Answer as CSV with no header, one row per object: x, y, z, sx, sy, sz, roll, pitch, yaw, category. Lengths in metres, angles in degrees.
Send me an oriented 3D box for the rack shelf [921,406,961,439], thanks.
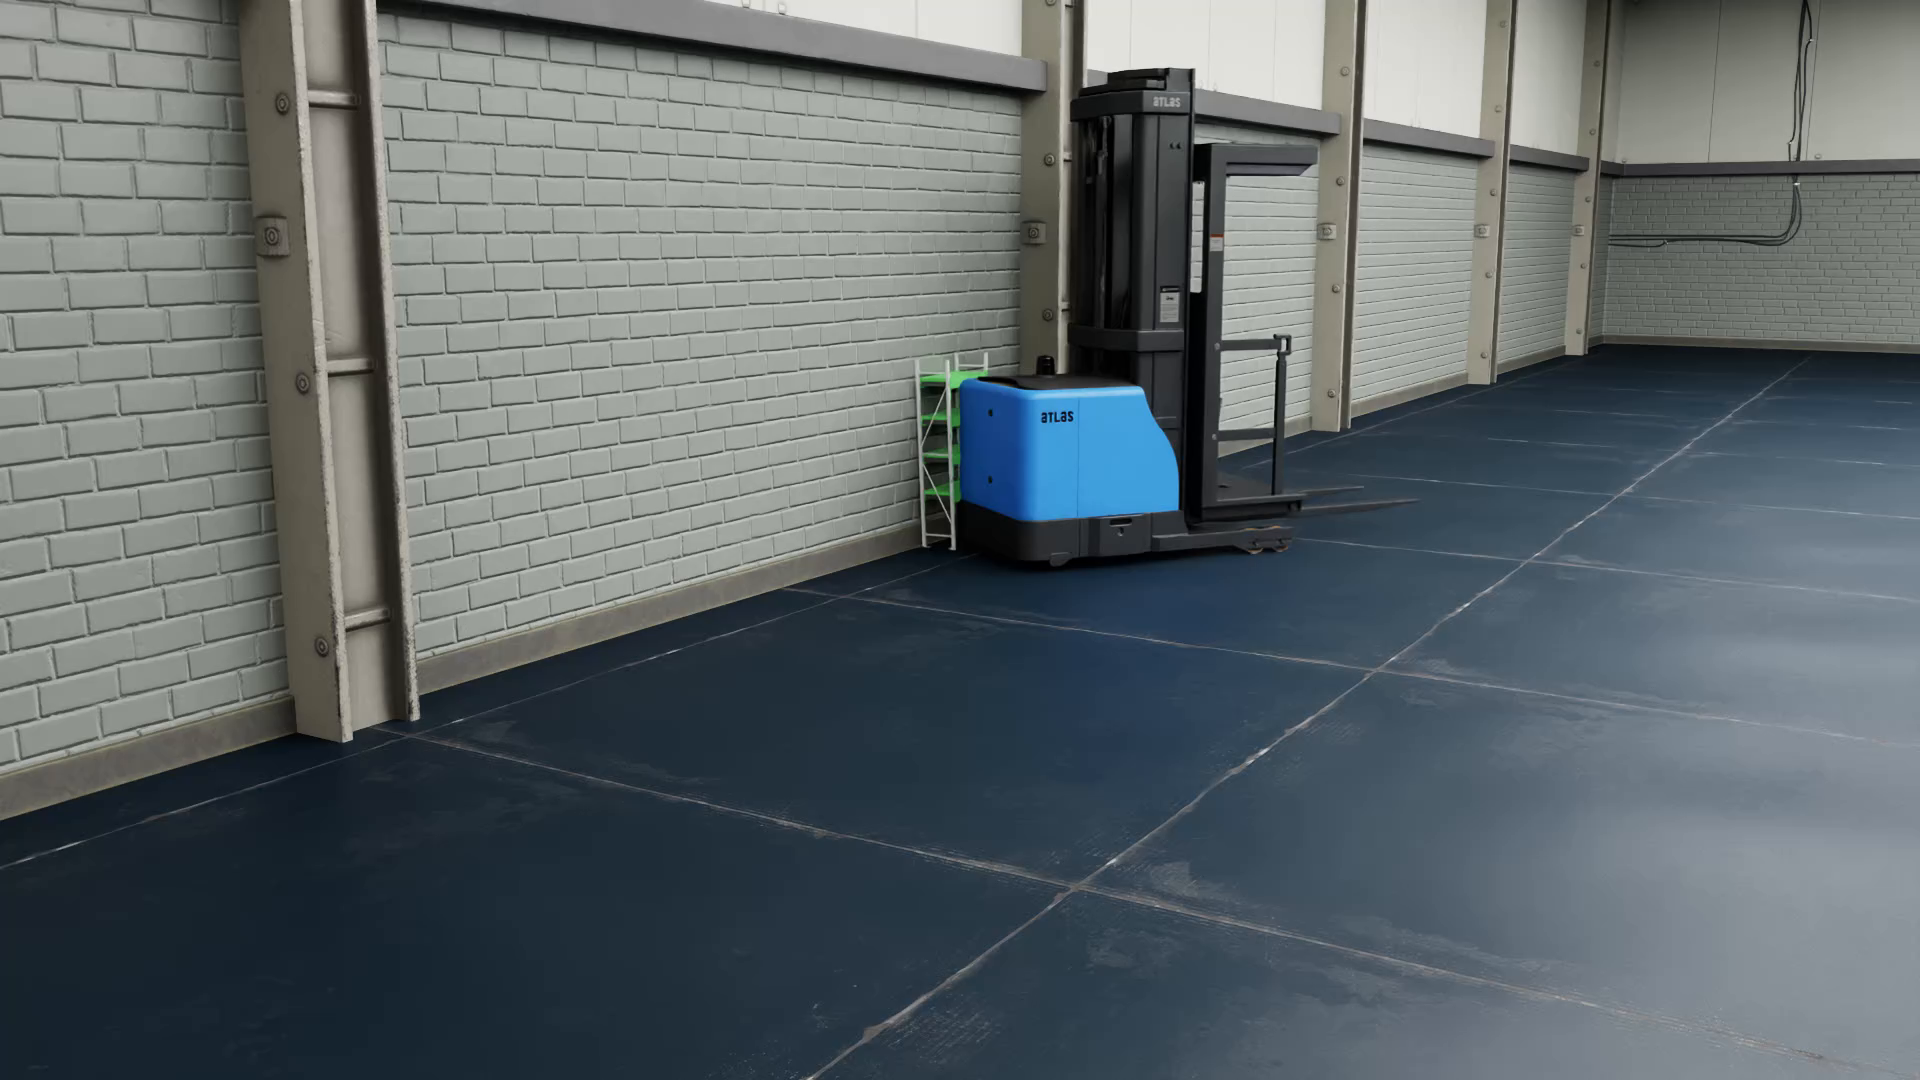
-0.038,-0.755,10.658,0.258,0.148,0.480,5,13,30,rack shelf

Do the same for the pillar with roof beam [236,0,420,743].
1.205,-3.255,3.801,9.100,9.000,0.400,6,12,31,pillar with roof beam

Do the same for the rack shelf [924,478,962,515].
-0.022,-0.284,10.751,0.258,0.148,0.480,5,13,30,rack shelf

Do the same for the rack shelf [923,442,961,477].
-0.030,-0.520,10.705,0.258,0.148,0.480,5,13,30,rack shelf

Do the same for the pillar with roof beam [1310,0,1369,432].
7.435,-5.142,13.881,9.100,9.000,0.400,6,12,31,pillar with roof beam

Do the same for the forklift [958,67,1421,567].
1.551,-1.435,10.570,3.031,2.935,1.130,-4,11,-23,forklift

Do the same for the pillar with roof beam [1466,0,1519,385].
10.550,-6.086,18.922,9.100,9.000,0.400,6,12,31,pillar with roof beam

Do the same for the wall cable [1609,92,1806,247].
12.646,-6.251,28.245,3.097,2.526,0.112,6,12,31,wall cable

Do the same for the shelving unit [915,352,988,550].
-0.032,-0.582,10.692,0.258,1.200,0.503,5,13,30,shelving unit

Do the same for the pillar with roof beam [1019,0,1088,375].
4.320,-4.199,8.841,9.100,9.000,0.400,6,12,31,pillar with roof beam

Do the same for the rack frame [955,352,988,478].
0.090,-0.627,10.898,0.240,1.200,0.015,5,13,30,rack frame

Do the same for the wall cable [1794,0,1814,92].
14.958,-8.475,26.400,3.097,2.526,0.112,6,12,31,wall cable

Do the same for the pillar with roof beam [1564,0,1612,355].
13.666,-7.029,23.962,9.100,9.000,0.400,6,12,31,pillar with roof beam

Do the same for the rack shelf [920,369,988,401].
-0.046,-0.990,10.612,0.258,0.148,0.480,5,13,30,rack shelf

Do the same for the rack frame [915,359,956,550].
-0.155,-0.537,10.486,0.240,1.200,0.015,5,13,30,rack frame
